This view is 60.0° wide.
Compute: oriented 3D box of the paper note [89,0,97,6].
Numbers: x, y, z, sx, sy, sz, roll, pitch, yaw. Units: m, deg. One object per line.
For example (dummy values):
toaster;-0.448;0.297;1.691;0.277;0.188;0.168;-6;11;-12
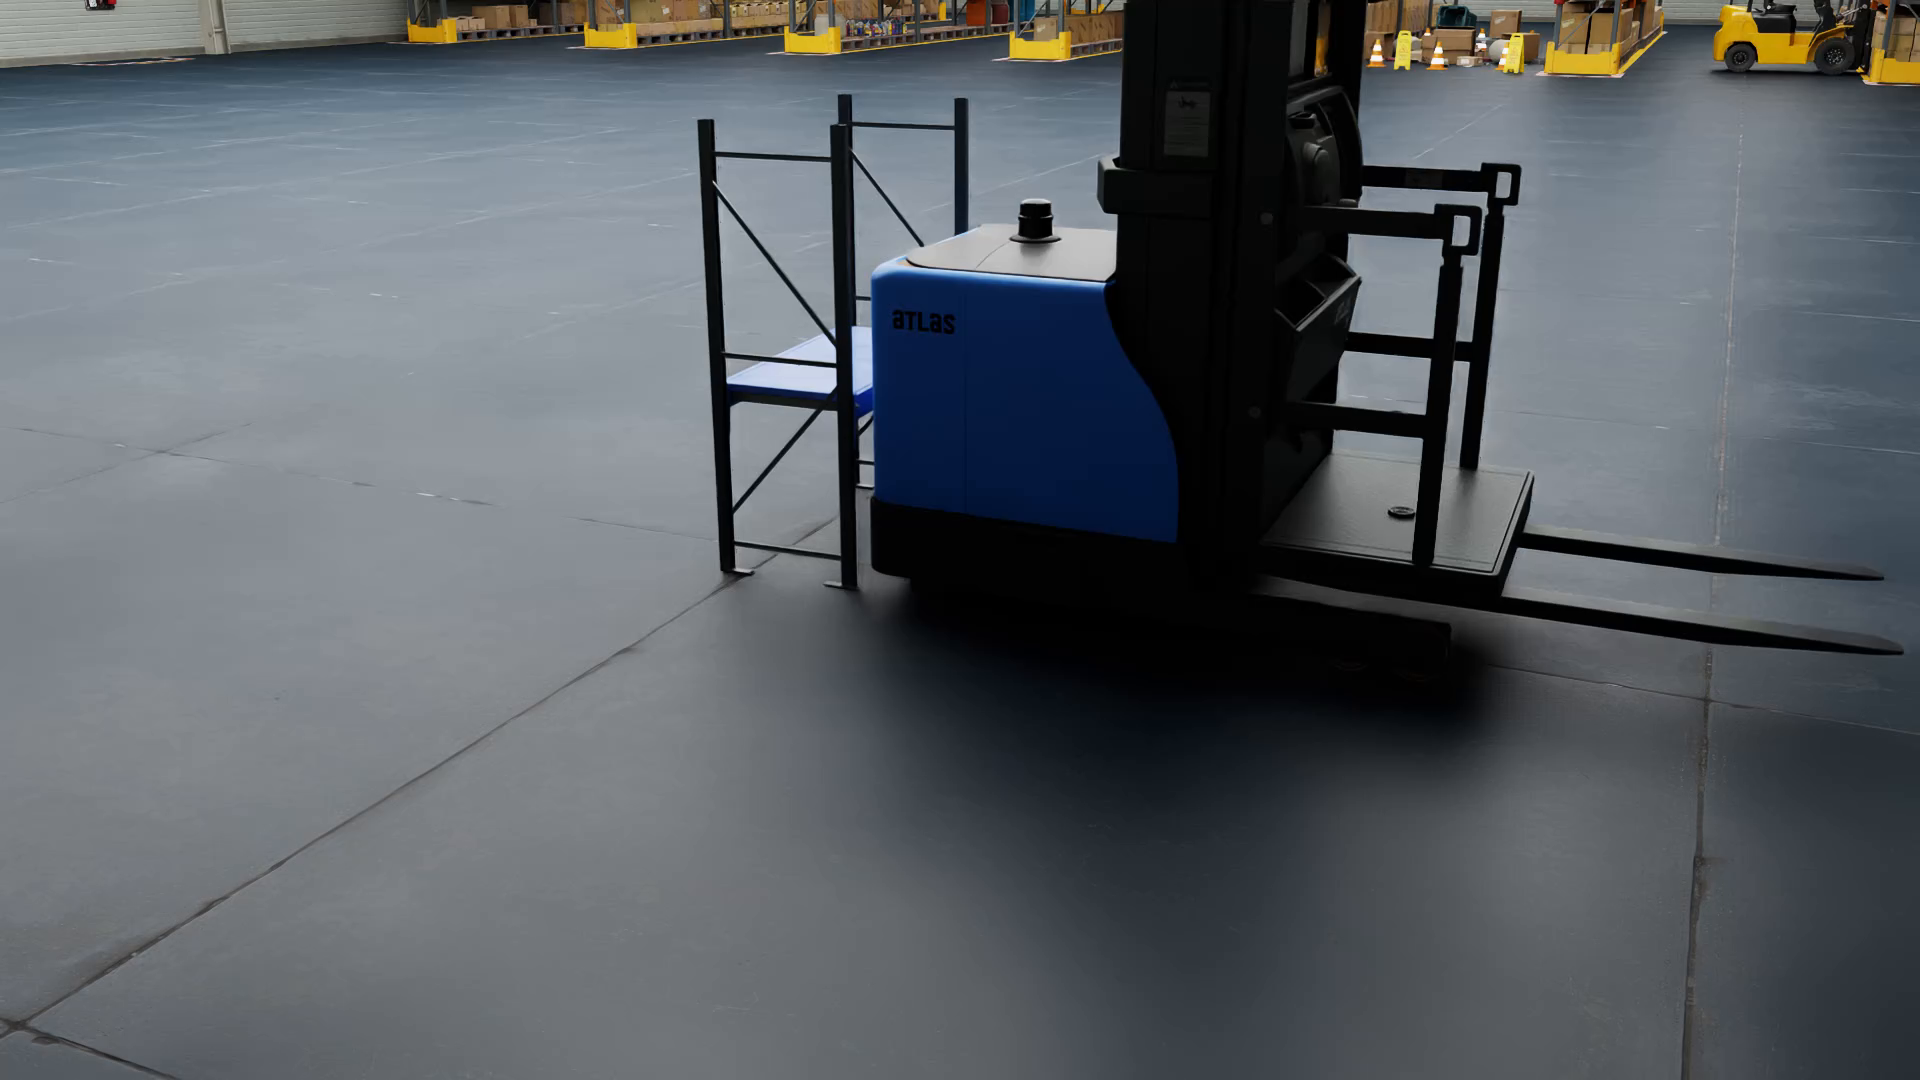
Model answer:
paper note;-16.185;-10.038;31.032;0.016;0.148;0.142;9;21;23

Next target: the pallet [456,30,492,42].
pallet;-11.647;-11.702;38.558;1.003;0.211;1.213;9;21;23

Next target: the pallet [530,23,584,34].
pallet;-10.088;-12.896;41.916;1.003;0.211;1.213;9;21;23

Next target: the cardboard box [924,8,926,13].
cardboard box;-1.216;-15.523;48.711;0.380;0.166;0.250;9;21;23

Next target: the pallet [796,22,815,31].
pallet;-3.906;-13.425;43.404;1.003;0.211;1.213;9;21;23

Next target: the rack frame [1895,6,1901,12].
rack frame;16.723;-9.893;29.311;1.000;3.000;0.127;9;21;23

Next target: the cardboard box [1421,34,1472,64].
cardboard box;8.964;-9.058;30.689;0.797;0.503;0.637;-5;20;-15

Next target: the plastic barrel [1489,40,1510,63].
plastic barrel;10.019;-8.976;30.575;0.421;0.421;0.512;-9;22;-24

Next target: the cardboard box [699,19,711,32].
cardboard box;-6.089;-11.872;38.353;0.500;0.250;0.500;9;21;23

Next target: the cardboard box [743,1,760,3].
cardboard box;-5.147;-13.246;41.377;0.500;0.311;0.500;8;21;21

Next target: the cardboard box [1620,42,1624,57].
cardboard box;11.353;-8.616;29.197;0.500;0.250;0.500;9;22;25

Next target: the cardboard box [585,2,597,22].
cardboard box;-9.707;-13.544;42.650;0.700;0.500;0.500;9;21;23

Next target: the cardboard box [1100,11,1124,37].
cardboard box;3.423;-11.147;35.911;0.700;0.500;0.500;7;21;19

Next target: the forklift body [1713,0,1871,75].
forklift body;14.197;-9.101;28.348;2.313;2.155;1.214;9;21;23

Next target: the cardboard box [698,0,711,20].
cardboard box;-6.090;-12.226;38.228;0.500;0.500;0.500;9;21;23

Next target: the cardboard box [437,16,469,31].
cardboard box;-11.678;-11.889;38.278;0.500;0.311;0.500;6;20;17

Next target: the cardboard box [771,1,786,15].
cardboard box;-4.652;-13.175;41.179;0.500;0.311;0.500;8;21;22

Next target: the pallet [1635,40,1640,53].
pallet;13.509;-10.243;34.457;1.003;0.211;1.213;9;21;23

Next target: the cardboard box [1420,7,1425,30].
cardboard box;10.628;-12.270;39.096;0.500;0.500;0.500;8;21;21

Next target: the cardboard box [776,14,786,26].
cardboard box;-4.656;-12.913;41.278;0.500;0.250;0.500;9;22;24

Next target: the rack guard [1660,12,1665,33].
rack guard;17.117;-13.071;41.977;1.175;0.500;0.348;9;21;23

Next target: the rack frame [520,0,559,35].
rack frame;-10.405;-13.972;40.779;1.000;3.000;0.127;9;21;23

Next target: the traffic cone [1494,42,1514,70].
traffic cone;9.554;-8.464;29.077;0.336;0.463;0.334;9;21;23

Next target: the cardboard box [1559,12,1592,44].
cardboard box;10.645;-8.887;28.838;0.500;0.500;0.500;9;21;23

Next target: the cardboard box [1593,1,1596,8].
cardboard box;11.599;-9.961;30.891;0.380;0.149;0.250;9;21;23

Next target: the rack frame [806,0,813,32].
rack frame;-4.246;-14.516;42.310;1.000;3.000;0.127;9;21;23

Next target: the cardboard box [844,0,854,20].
cardboard box;-3.171;-14.119;44.268;0.500;0.500;0.500;8;21;21

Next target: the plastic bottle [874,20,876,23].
plastic bottle;-1.907;-11.386;36.905;0.061;0.283;0.133;9;21;23

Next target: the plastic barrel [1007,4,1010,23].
plastic barrel;1.068;-13.543;42.659;0.421;0.512;0.421;0;20;0

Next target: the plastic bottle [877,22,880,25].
plastic bottle;-1.746;-11.111;36.133;0.061;0.283;0.133;9;21;23

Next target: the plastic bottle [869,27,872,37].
plastic bottle;-1.936;-10.822;35.441;0.097;0.201;0.097;0;20;0

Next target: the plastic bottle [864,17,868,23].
plastic bottle;-2.076;-11.382;36.793;0.144;0.351;0.185;9;22;24

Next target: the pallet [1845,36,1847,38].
pallet;19.700;-10.771;35.941;1.003;0.211;1.213;9;21;23

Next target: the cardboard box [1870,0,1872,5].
cardboard box;19.546;-11.645;35.930;0.380;0.149;0.250;7;21;20

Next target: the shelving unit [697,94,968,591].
shelving unit;-0.393;-0.734;5.793;0.538;1.500;1.048;7;21;20

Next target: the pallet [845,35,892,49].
pallet;-2.178;-10.725;35.811;1.003;0.211;1.213;9;21;23

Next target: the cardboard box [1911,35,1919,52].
cardboard box;15.467;-7.924;26.503;0.500;0.250;0.500;9;21;24

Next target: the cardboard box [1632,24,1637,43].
cardboard box;12.980;-10.127;33.262;0.950;0.372;0.625;9;22;24

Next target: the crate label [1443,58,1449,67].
crate label;8.668;-8.607;29.967;0.250;0.136;0.298;-2;20;-5

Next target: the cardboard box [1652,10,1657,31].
cardboard box;15.824;-12.187;38.956;0.875;0.438;0.875;8;21;22

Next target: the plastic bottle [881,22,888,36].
plastic bottle;-1.649;-11.094;36.094;0.152;0.276;0.135;9;21;24

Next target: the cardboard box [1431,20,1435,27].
cardboard box;11.354;-12.589;40.518;0.380;0.149;0.250;8;21;20

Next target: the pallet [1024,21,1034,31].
pallet;1.555;-13.514;43.654;1.003;0.211;1.213;9;21;23

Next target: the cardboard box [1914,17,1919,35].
cardboard box;15.454;-8.165;26.435;0.500;0.250;0.500;8;21;22

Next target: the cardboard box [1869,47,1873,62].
cardboard box;15.414;-8.062;27.639;0.500;0.250;0.500;9;21;23

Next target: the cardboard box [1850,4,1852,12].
cardboard box;19.609;-11.591;36.221;0.380;0.149;0.250;10;22;25

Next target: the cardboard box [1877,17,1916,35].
cardboard box;14.989;-8.227;26.611;0.500;0.250;0.500;9;22;25

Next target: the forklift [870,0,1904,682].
forklift;1.270;-1.172;4.891;3.031;2.935;1.130;8;21;22

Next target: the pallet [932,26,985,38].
pallet;-0.081;-12.290;40.212;1.003;0.211;1.213;9;21;23

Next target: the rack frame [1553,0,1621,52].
rack frame;10.555;-9.350;27.784;1.000;3.000;0.127;9;21;23

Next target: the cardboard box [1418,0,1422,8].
cardboard box;10.411;-12.459;38.511;0.500;0.250;0.500;8;21;20
